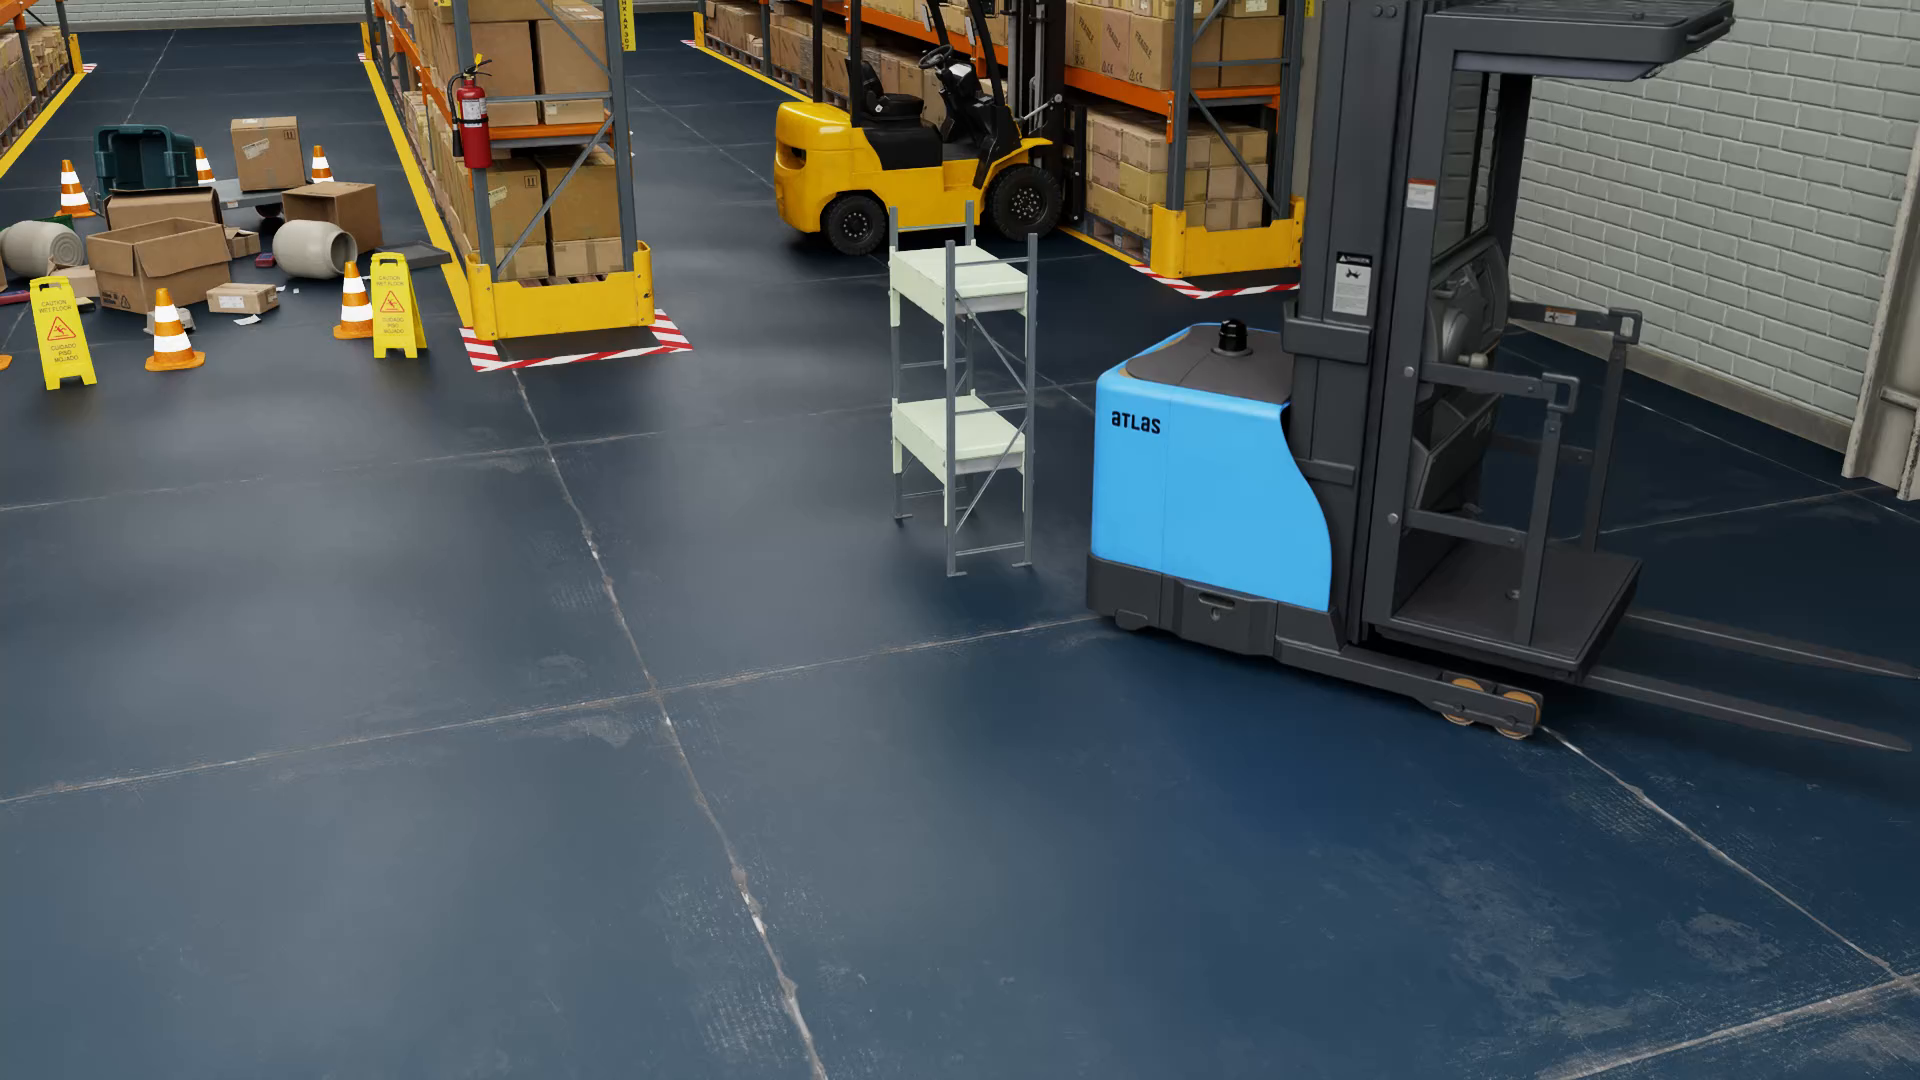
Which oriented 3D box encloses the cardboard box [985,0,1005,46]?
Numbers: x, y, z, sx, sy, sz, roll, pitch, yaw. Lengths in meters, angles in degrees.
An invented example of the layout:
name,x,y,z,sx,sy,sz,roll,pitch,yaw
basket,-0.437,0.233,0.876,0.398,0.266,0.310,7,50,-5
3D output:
name,x,y,z,sx,sy,sz,roll,pitch,yaw
cardboard box,0.522,-4.774,15.086,0.500,0.500,0.500,-9,24,-20

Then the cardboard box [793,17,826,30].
name,x,y,z,sx,sy,sz,roll,pitch,yaw
cardboard box,-1.958,-6.726,21.688,0.380,0.149,0.250,-9,24,-20

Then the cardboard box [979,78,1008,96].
name,x,y,z,sx,sy,sz,roll,pitch,yaw
cardboard box,0.486,-4.093,15.312,0.500,0.250,0.500,-9,24,-20

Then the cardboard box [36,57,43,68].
name,x,y,z,sx,sy,sz,roll,pitch,yaw
cardboard box,-11.744,-5.991,20.848,0.380,0.149,0.250,-7,24,-17

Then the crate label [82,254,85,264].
name,x,y,z,sx,sy,sz,roll,pitch,yaw
crate label,-6.893,-2.184,12.756,0.250,0.136,0.298,12,26,27

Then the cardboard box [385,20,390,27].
name,x,y,z,sx,sy,sz,roll,pitch,yaw
cardboard box,-7.615,-7.058,23.392,0.875,0.438,0.875,-8,24,-18

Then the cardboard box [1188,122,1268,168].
name,x,y,z,sx,sy,sz,roll,pitch,yaw
cardboard box,2.029,-3.059,12.858,0.500,0.250,0.500,-9,24,-20

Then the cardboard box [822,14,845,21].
name,x,y,z,sx,sy,sz,roll,pitch,yaw
cardboard box,-1.626,-6.896,22.092,0.380,0.149,0.250,-8,24,-18

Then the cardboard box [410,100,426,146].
name,x,y,z,sx,sy,sz,roll,pitch,yaw
cardboard box,-4.988,-4.205,16.707,0.950,0.372,0.625,-9,24,-20

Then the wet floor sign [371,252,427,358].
name,x,y,z,sx,sy,sz,roll,pitch,yaw
wet floor sign,-3.554,-1.488,10.450,0.267,0.644,0.232,0,23,-1

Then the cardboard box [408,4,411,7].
name,x,y,z,sx,sy,sz,roll,pitch,yaw
cardboard box,-4.587,-4.935,14.545,0.500,0.500,0.500,-8,24,-19

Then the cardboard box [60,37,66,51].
name,x,y,z,sx,sy,sz,roll,pitch,yaw
cardboard box,-12.414,-6.751,22.652,0.380,0.149,0.250,-9,24,-20

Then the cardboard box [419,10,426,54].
name,x,y,z,sx,sy,sz,roll,pitch,yaw
cardboard box,-3.939,-4.048,12.981,0.500,0.500,0.500,-8,24,-19

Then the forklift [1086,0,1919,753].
name,x,y,z,sx,sy,sz,roll,pitch,yaw
forklift,2.045,-0.865,6.029,3.031,2.935,1.130,14,26,29

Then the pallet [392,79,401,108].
name,x,y,z,sx,sy,sz,roll,pitch,yaw
pallet,-6.516,-5.594,20.751,1.003,0.211,1.213,-8,24,-19

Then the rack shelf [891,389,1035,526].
name,x,y,z,sx,sy,sz,roll,pitch,yaw
rack shelf,0.002,-0.388,7.580,0.431,0.370,0.720,-8,24,-19

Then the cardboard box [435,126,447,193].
name,x,y,z,sx,sy,sz,roll,pitch,yaw
cardboard box,-3.877,-3.070,13.206,0.500,0.500,0.500,-7,24,-17

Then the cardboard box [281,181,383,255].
name,x,y,z,sx,sy,sz,roll,pitch,yaw
cardboard box,-4.928,-2.516,13.072,0.500,0.500,0.500,8,24,18

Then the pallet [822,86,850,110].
name,x,y,z,sx,sy,sz,roll,pitch,yaw
pallet,-1.032,-5.370,20.218,1.003,0.211,1.213,-8,24,-19

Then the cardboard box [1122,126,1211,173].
name,x,y,z,sx,sy,sz,roll,pitch,yaw
cardboard box,1.568,-2.983,12.678,0.500,0.250,0.500,-8,24,-17

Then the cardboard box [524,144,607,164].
name,x,y,z,sx,sy,sz,roll,pitch,yaw
cardboard box,-2.844,-2.590,12.067,0.500,0.500,0.500,-9,25,-21

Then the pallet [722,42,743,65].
name,x,y,z,sx,sy,sz,roll,pitch,yaw
pallet,-2.893,-7.240,24.657,1.003,0.211,1.213,-8,24,-19

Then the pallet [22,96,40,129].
name,x,y,z,sx,sy,sz,roll,pitch,yaw
pallet,-11.178,-4.866,19.022,1.003,0.211,1.213,-8,24,-19

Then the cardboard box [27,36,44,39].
name,x,y,z,sx,sy,sz,roll,pitch,yaw
cardboard box,-12.030,-6.404,21.445,0.380,0.149,0.250,-9,25,-21

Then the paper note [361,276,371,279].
name,x,y,z,sx,sy,sz,roll,pitch,yaw
paper note,-4.357,-1.959,12.359,0.142,0.019,0.148,-18,29,-37

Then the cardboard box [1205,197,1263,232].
name,x,y,z,sx,sy,sz,roll,pitch,yaw
cardboard box,2.032,-2.603,13.064,0.500,0.250,0.500,-8,24,-19

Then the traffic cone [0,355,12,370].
name,x,y,z,sx,sy,sz,roll,pitch,yaw
traffic cone,-6.074,-1.292,10.219,0.336,0.463,0.334,-8,24,-19

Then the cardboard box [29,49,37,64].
name,x,y,z,sx,sy,sz,roll,pitch,yaw
cardboard box,-11.424,-5.849,20.129,0.380,0.149,0.250,-7,24,-16

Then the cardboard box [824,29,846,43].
name,x,y,z,sx,sy,sz,roll,pitch,yaw
cardboard box,-1.443,-6.162,20.351,0.380,0.149,0.250,-8,24,-17

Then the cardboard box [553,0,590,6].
name,x,y,z,sx,sy,sz,roll,pitch,yaw
cardboard box,-2.895,-3.555,11.811,0.500,0.500,0.500,-9,24,-20

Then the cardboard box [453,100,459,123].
name,x,y,z,sx,sy,sz,roll,pitch,yaw
cardboard box,-3.146,-2.857,10.989,0.380,0.149,0.250,-9,24,-20

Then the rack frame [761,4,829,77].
name,x,y,z,sx,sy,sz,roll,pitch,yaw
rack frame,-2.217,-7.832,22.469,1.000,3.000,0.127,-8,24,-19

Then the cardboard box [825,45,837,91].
name,x,y,z,sx,sy,sz,roll,pitch,yaw
cardboard box,-1.321,-5.727,20.154,0.500,0.500,0.500,-9,24,-20

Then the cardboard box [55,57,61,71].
name,x,y,z,sx,sy,sz,roll,pitch,yaw
cardboard box,-12.040,-6.245,21.834,0.380,0.149,0.250,-9,25,-21

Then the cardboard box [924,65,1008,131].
name,x,y,z,sx,sy,sz,roll,pitch,yaw
cardboard box,0.147,-4.495,17.070,0.875,0.625,0.625,-9,24,-20

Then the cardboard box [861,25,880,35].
name,x,y,z,sx,sy,sz,roll,pitch,yaw
cardboard box,-1.075,-6.330,20.750,0.380,0.149,0.250,-9,24,-20

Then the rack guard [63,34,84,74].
name,x,y,z,sx,sy,sz,roll,pitch,yaw
rack guard,-12.841,-6.707,23.020,1.175,0.500,0.348,-8,24,-19

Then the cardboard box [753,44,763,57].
name,x,y,z,sx,sy,sz,roll,pitch,yaw
cardboard box,-2.689,-6.874,23.326,0.380,0.149,0.250,-9,25,-21

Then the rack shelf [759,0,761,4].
name,x,y,z,sx,sy,sz,roll,pitch,yaw
rack shelf,-2.924,-8.227,24.333,1.077,0.370,4.000,-8,24,-19

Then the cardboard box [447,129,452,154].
name,x,y,z,sx,sy,sz,roll,pitch,yaw
cardboard box,-3.425,-2.831,11.804,0.380,0.149,0.250,-8,24,-18

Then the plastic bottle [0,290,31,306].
name,x,y,z,sx,sy,sz,roll,pitch,yaw
plastic bottle,-6.661,-1.714,11.737,0.283,0.061,0.133,-18,29,-37

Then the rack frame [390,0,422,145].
name,x,y,z,sx,sy,sz,roll,pitch,yaw
rack frame,-5.446,-5.696,17.402,1.000,3.000,0.127,-8,24,-19

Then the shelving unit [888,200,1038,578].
name,x,y,z,sx,sy,sz,roll,pitch,yaw
shelving unit,0.002,-0.689,7.453,0.431,1.500,0.755,-8,24,-19

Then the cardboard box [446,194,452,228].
name,x,y,z,sx,sy,sz,roll,pitch,yaw
cardboard box,-3.688,-2.533,12.896,0.500,0.250,0.500,-9,24,-20

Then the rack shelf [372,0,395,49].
name,x,y,z,sx,sy,sz,roll,pitch,yaw
rack shelf,-6.153,-6.091,19.266,1.077,0.370,4.000,-8,24,-19

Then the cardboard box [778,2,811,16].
name,x,y,z,sx,sy,sz,roll,pitch,yaw
cardboard box,-2.203,-7.055,22.085,0.380,0.149,0.250,-10,25,-22

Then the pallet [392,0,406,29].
name,x,y,z,sx,sy,sz,roll,pitch,yaw
pallet,-5.095,-5.363,16.859,1.213,0.211,1.003,-8,24,-19

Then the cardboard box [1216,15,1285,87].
name,x,y,z,sx,sy,sz,roll,pitch,yaw
cardboard box,2.107,-3.736,12.622,0.500,0.500,0.500,-8,24,-17

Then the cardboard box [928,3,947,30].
name,x,y,z,sx,sy,sz,roll,pitch,yaw
cardboard box,0.004,-5.185,16.383,0.500,0.250,0.500,-8,24,-19

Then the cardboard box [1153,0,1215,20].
name,x,y,z,sx,sy,sz,roll,pitch,yaw
cardboard box,1.638,-3.904,12.186,0.380,0.149,0.250,-8,24,-18
